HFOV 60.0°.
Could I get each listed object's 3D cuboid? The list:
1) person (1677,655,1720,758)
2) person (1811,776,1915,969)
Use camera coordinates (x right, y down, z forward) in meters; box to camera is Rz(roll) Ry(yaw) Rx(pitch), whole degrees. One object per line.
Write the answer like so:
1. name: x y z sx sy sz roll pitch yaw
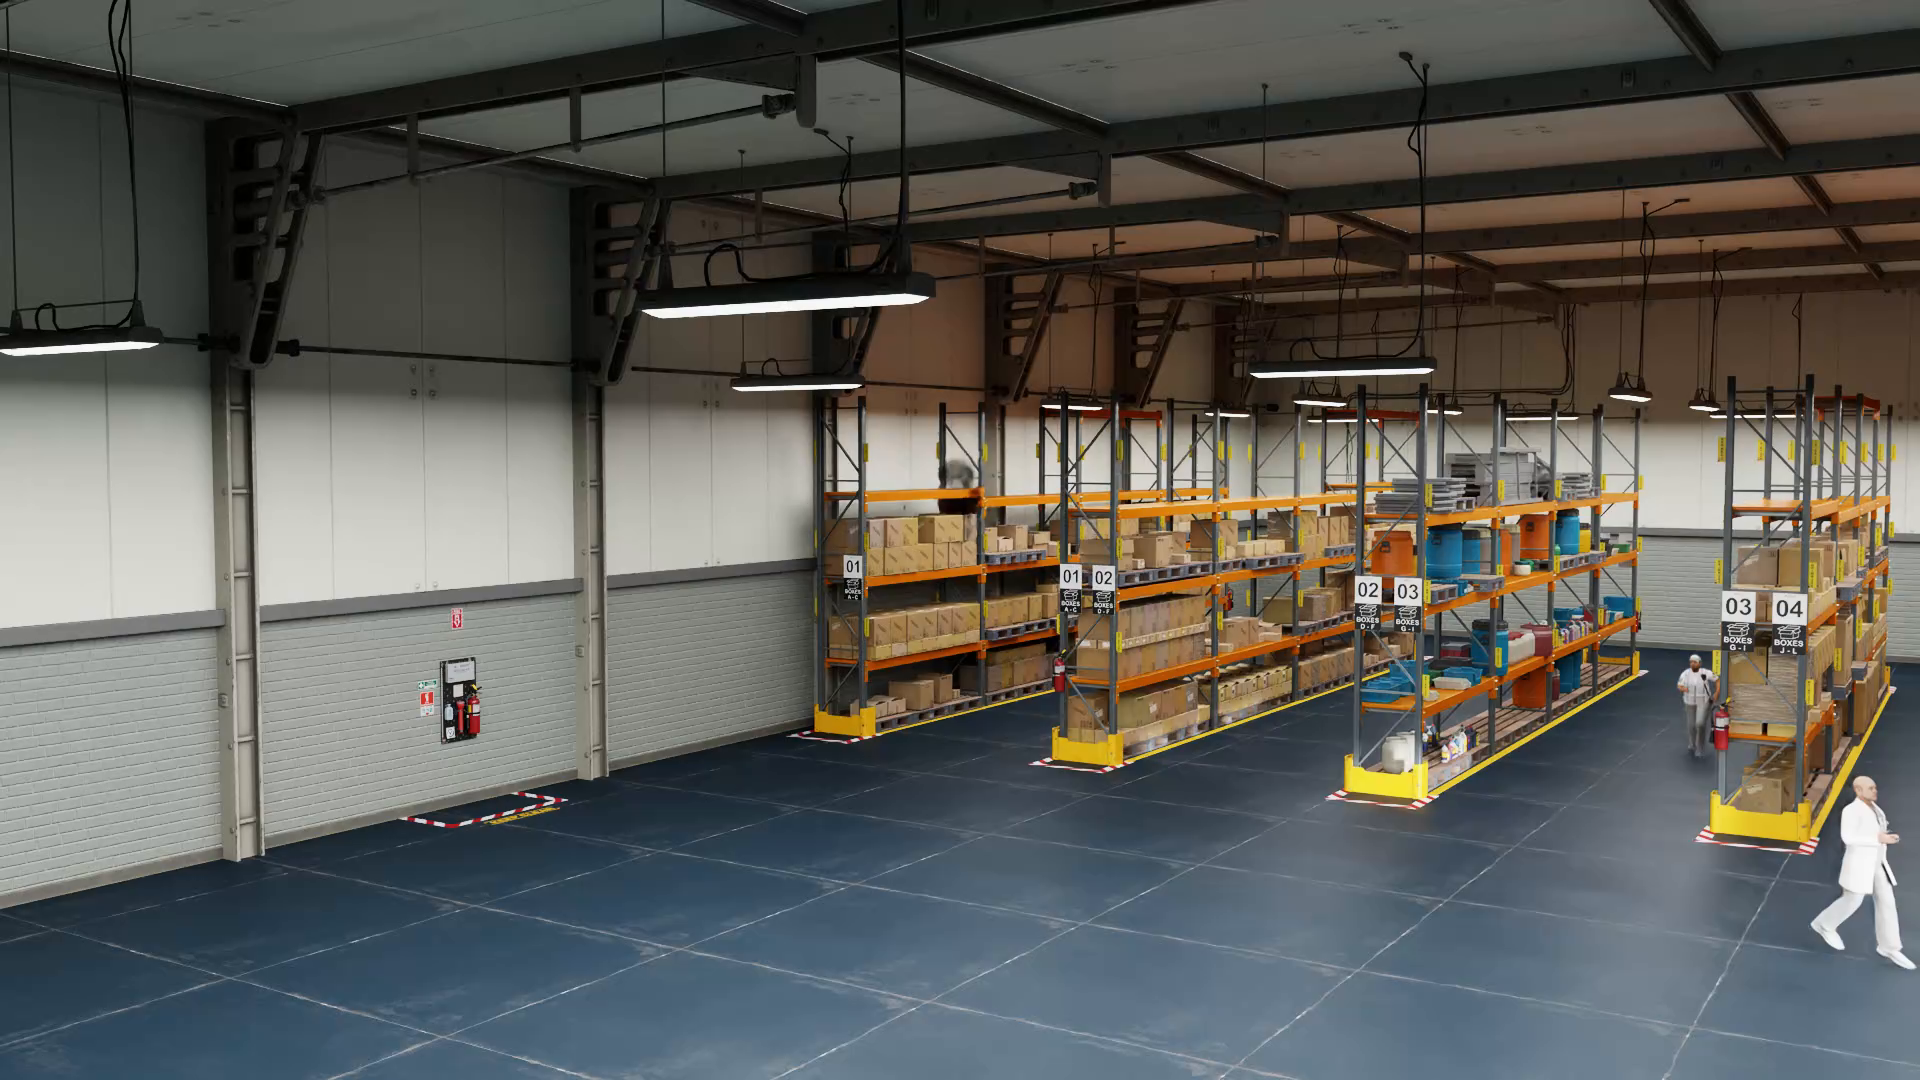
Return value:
1. person: 12.206 2.732 27.503 0.609 1.683 0.854 2 4 37
2. person: 8.901 3.248 16.398 0.701 1.765 0.986 -2 3 -28
